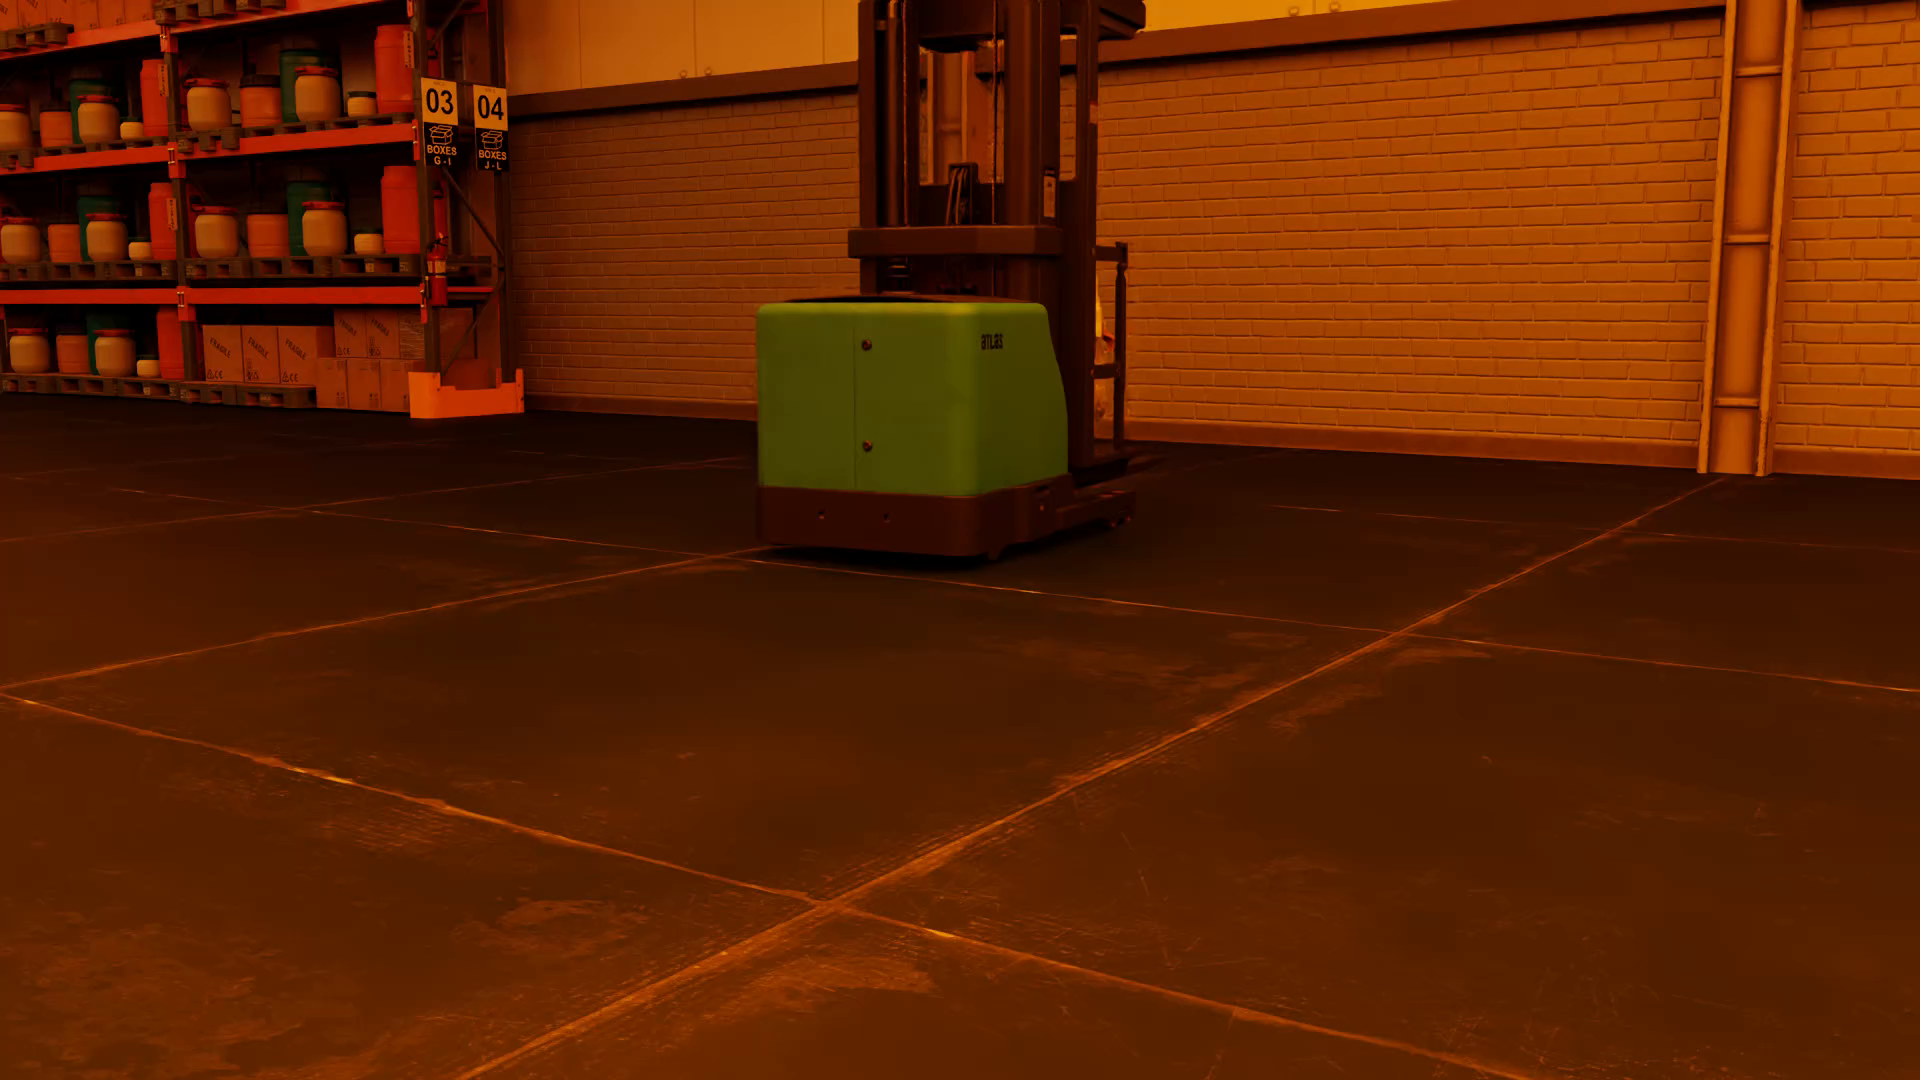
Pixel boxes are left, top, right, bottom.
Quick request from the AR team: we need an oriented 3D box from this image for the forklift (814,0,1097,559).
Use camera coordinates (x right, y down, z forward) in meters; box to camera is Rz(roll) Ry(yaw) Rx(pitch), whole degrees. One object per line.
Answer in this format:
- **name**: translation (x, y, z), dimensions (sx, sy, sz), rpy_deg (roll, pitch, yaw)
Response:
- **forklift**: translation (-0.129, -1.541, 8.027), dimensions (1.130, 2.935, 3.031), rpy_deg (-1, 8, -7)

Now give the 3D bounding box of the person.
- **person**: translation (1.182, -1.204, 10.502), dimensions (1.303, 1.566, 0.821), rpy_deg (-1, 8, -6)
